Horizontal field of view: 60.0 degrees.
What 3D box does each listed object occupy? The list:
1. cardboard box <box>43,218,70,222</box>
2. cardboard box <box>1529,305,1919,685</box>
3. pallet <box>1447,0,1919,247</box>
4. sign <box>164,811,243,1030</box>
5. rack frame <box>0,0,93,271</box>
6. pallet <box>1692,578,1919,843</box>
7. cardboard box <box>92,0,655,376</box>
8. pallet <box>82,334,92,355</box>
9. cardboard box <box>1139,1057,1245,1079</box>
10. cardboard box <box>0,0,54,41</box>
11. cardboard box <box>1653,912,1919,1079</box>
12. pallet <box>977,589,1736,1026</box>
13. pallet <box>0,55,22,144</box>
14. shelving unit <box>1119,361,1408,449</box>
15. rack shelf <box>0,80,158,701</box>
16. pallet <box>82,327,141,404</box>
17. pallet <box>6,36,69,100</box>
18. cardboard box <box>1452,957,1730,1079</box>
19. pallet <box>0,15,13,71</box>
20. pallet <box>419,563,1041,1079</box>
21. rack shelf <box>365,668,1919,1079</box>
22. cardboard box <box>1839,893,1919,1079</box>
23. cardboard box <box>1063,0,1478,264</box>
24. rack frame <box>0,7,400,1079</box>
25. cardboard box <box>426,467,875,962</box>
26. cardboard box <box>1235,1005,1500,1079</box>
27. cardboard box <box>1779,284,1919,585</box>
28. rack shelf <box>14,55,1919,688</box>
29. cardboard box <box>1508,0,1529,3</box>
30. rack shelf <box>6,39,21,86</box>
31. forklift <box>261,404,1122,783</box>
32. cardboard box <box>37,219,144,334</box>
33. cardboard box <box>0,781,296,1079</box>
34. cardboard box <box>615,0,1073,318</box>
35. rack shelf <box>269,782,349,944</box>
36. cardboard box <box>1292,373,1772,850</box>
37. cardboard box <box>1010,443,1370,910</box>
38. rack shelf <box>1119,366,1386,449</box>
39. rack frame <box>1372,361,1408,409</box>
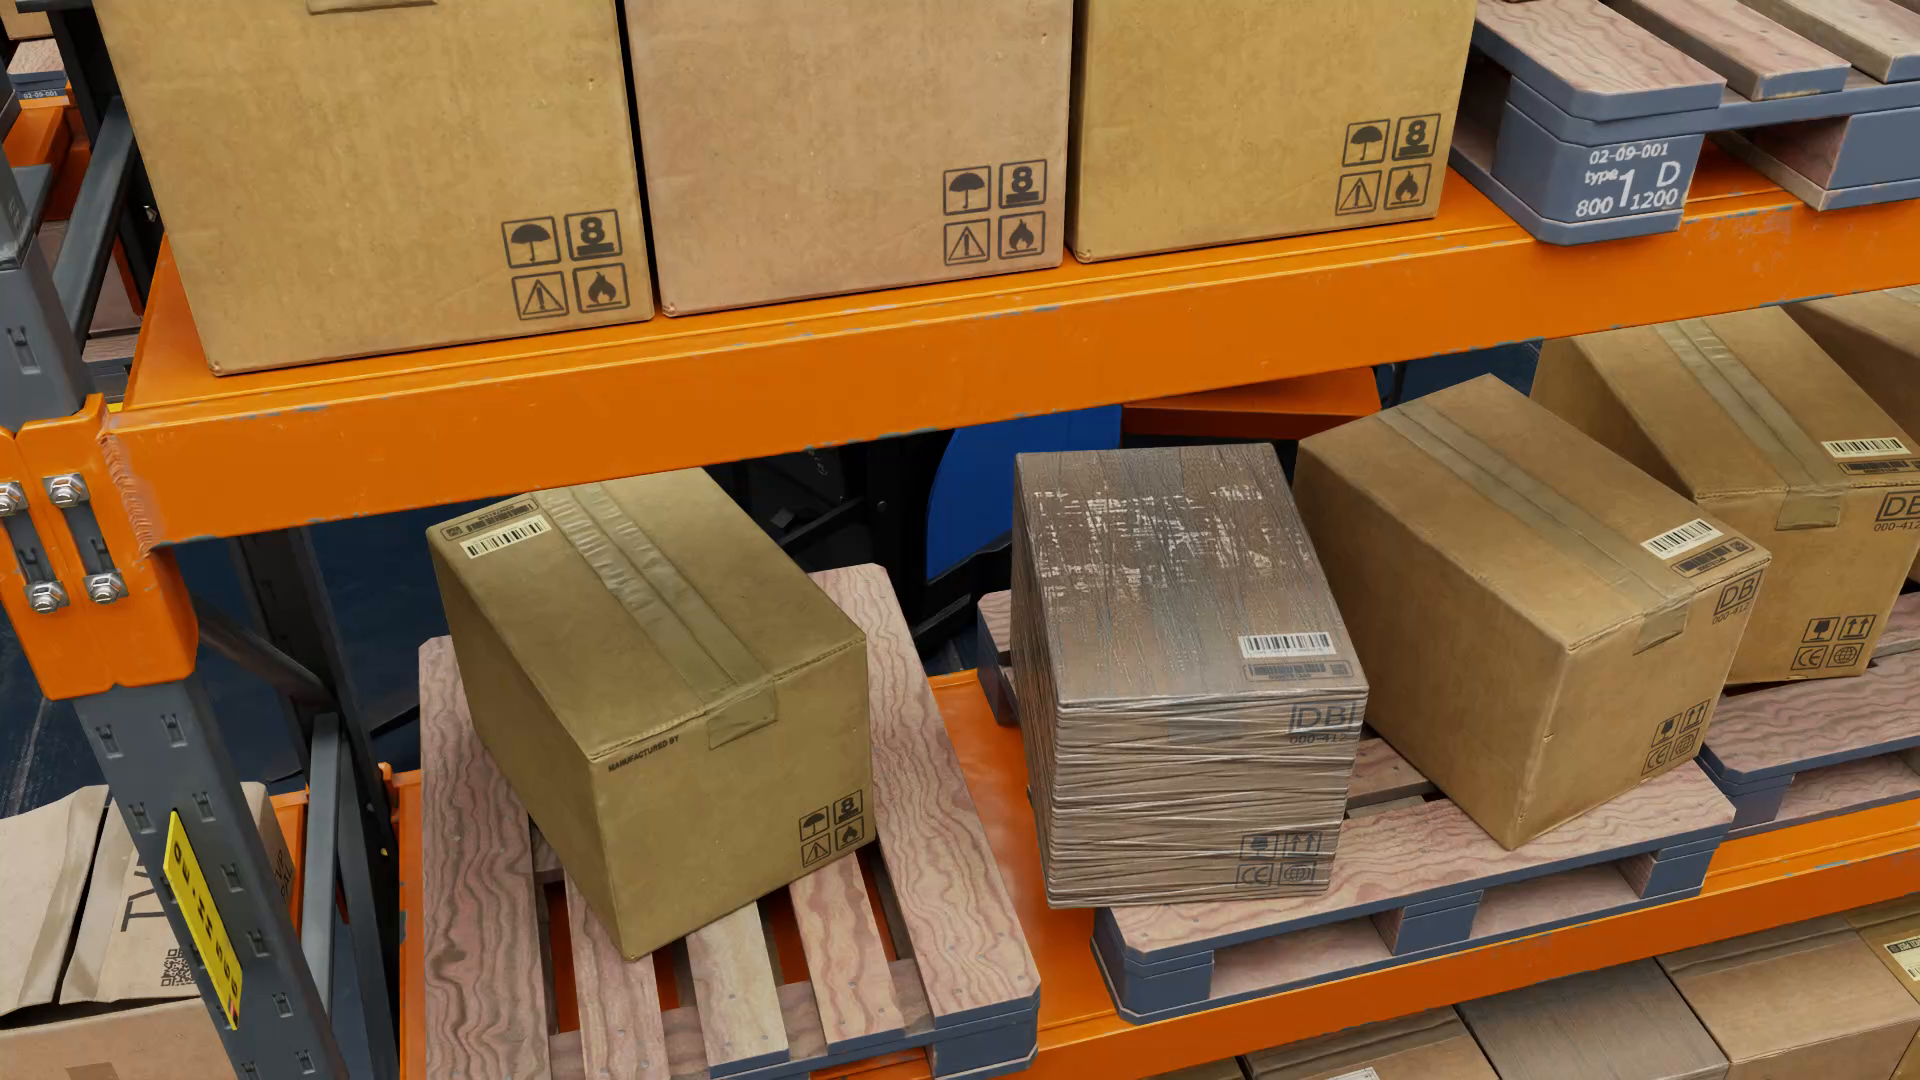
[{"bbox_3d":[-3.677,-1.550,6.886,0.500,0.250,0.500,-9,38,-11],"label":"cardboard box"},{"bbox_3d":[1.565,-0.114,3.502,0.500,0.500,0.700,-4,38,-5],"label":"cardboard box"},{"bbox_3d":[1.080,-0.886,2.625,1.003,0.211,1.213,-9,38,-12],"label":"pallet"},{"bbox_3d":[-0.986,0.501,2.173,0.005,0.325,0.100,-9,38,-12],"label":"sign"},{"bbox_3d":[-1.134,-1.747,1.127,0.127,3.000,1.000,-9,38,-12],"label":"rack frame"},{"bbox_3d":[1.928,0.141,3.754,1.213,0.211,1.003,-9,38,-12],"label":"pallet"},{"bbox_3d":[-0.721,-0.684,2.124,0.500,0.500,0.910,-9,38,-12],"label":"cardboard box"},{"bbox_3d":[-4.359,-0.847,7.184,1.213,0.211,1.003,-9,38,-12],"label":"pallet"},{"bbox_3d":[0.370,1.387,3.663,0.500,0.500,0.500,-10,38,-13],"label":"cardboard box"},{"bbox_3d":[-3.413,-2.299,6.342,0.500,0.500,0.700,-13,39,-16],"label":"cardboard box"},{"bbox_3d":[1.847,1.140,3.986,0.500,0.500,0.500,-9,38,-12],"label":"cardboard box"},{"bbox_3d":[0.742,0.402,3.414,1.213,0.211,1.003,-9,38,-12],"label":"pallet"},{"bbox_3d":[-1.766,-0.320,1.886,1.003,0.211,1.213,-8,38,-10],"label":"pallet"},{"bbox_3d":[1.105,-0.726,6.273,1.048,1.125,0.538,2,37,3],"label":"shelving unit"},{"bbox_3d":[-3.065,0.047,1.843,4.000,0.370,1.077,-9,38,-12],"label":"rack shelf"},{"bbox_3d":[-3.184,-1.038,7.434,1.213,0.211,1.003,-9,38,-12],"label":"pallet"},{"bbox_3d":[-3.089,-2.017,6.576,1.003,0.211,1.213,-9,38,-12],"label":"pallet"},{"bbox_3d":[1.363,1.220,3.882,0.500,0.500,0.500,-9,38,-11],"label":"cardboard box"},{"bbox_3d":[-4.329,-1.855,6.364,1.213,0.211,1.003,-9,38,-12],"label":"pallet"},{"bbox_3d":[-0.498,0.564,3.202,1.003,0.211,1.213,-9,38,-12],"label":"pallet"},{"bbox_3d":[0.797,0.605,3.582,4.000,0.370,1.077,-9,38,-12],"label":"rack shelf"},{"bbox_3d":[2.326,1.067,4.082,0.500,0.500,0.500,-10,38,-12],"label":"cardboard box"},{"bbox_3d":[0.273,-0.847,2.337,0.500,0.500,0.910,-9,38,-12],"label":"cardboard box"},{"bbox_3d":[-1.134,0.636,2.949,0.127,3.000,1.000,-9,38,-12],"label":"rack frame"},{"bbox_3d":[-0.555,0.264,3.008,0.500,0.500,0.700,-23,43,-27],"label":"cardboard box"},{"bbox_3d":[0.872,1.301,3.775,0.500,0.500,0.500,-11,39,-13],"label":"cardboard box"},{"bbox_3d":[2.212,-0.260,3.693,0.500,0.500,0.700,-23,43,-27],"label":"cardboard box"},{"bbox_3d":[0.797,-0.586,2.671,4.000,0.370,1.077,-9,38,-12],"label":"rack shelf"},{"bbox_3d":[0.935,-1.186,2.352,0.600,0.600,0.600,-11,39,-14],"label":"cardboard box"},{"bbox_3d":[-4.360,-1.666,6.552,4.000,0.370,1.077,-9,38,-12],"label":"rack shelf"},{"bbox_3d":[-0.792,-0.802,4.886,1.130,2.935,3.031,31,47,34],"label":"forklift"},{"bbox_3d":[-3.638,-1.293,7.166,0.500,0.500,0.700,-9,38,-12],"label":"cardboard box"},{"bbox_3d":[-1.496,0.704,2.935,0.500,0.311,0.500,-7,38,-9],"label":"cardboard box"},{"bbox_3d":[-0.229,-0.765,2.230,0.500,0.500,0.910,-9,38,-12],"label":"cardboard box"},{"bbox_3d":[-3.065,1.239,2.754,4.000,0.370,1.077,-9,38,-12],"label":"rack shelf"},{"bbox_3d":[1.038,0.112,3.207,0.500,0.500,0.700,-19,41,-23],"label":"cardboard box"},{"bbox_3d":[0.378,0.231,3.051,0.500,0.500,0.700,-3,37,-3],"label":"cardboard box"},{"bbox_3d":[1.105,-0.531,6.421,1.000,0.278,0.538,2,37,3],"label":"rack shelf"},{"bbox_3d":[1.612,-0.705,6.246,0.032,1.125,0.500,2,37,3],"label":"rack frame"}]
